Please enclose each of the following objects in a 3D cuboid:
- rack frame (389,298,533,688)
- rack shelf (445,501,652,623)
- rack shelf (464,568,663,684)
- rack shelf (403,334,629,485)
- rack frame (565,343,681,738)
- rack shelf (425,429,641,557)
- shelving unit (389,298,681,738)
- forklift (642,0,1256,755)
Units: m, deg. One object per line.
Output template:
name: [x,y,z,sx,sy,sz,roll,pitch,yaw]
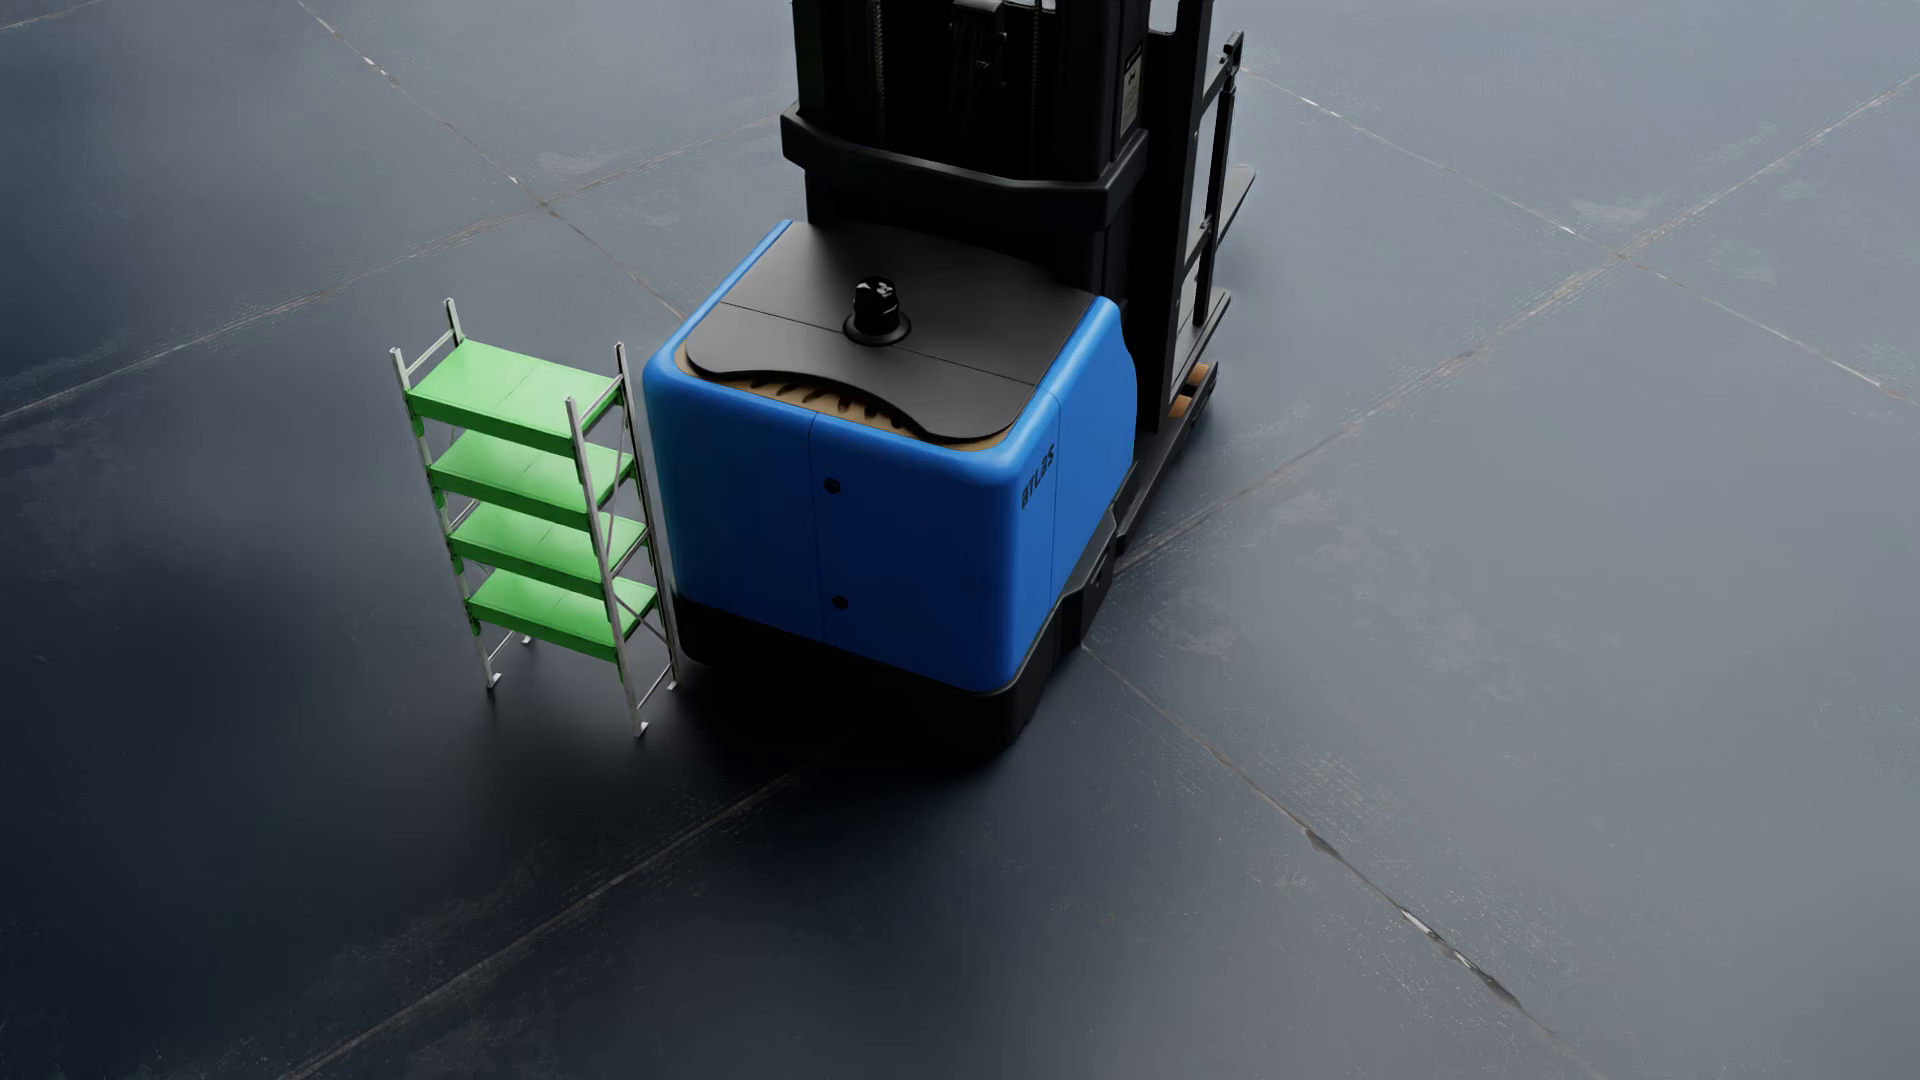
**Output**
rack frame: [-1.313,-0.087,4.467,0.015,1.200,0.240,16,45,16]
rack shelf: [-1.087,0.023,4.443,0.480,0.148,0.258,16,45,16]
rack shelf: [-1.087,0.198,4.607,0.480,0.148,0.258,16,45,16]
rack shelf: [-1.087,-0.327,4.114,0.480,0.148,0.258,16,45,16]
rack frame: [-0.861,0.040,4.331,0.015,1.200,0.240,16,45,16]
rack shelf: [-1.087,-0.152,4.278,0.480,0.148,0.258,16,45,16]
shelving unit: [-1.087,-0.024,4.399,0.503,1.200,0.258,16,45,16]
forklift: [0.236,-1.502,4.708,1.130,2.935,3.031,17,46,17]
